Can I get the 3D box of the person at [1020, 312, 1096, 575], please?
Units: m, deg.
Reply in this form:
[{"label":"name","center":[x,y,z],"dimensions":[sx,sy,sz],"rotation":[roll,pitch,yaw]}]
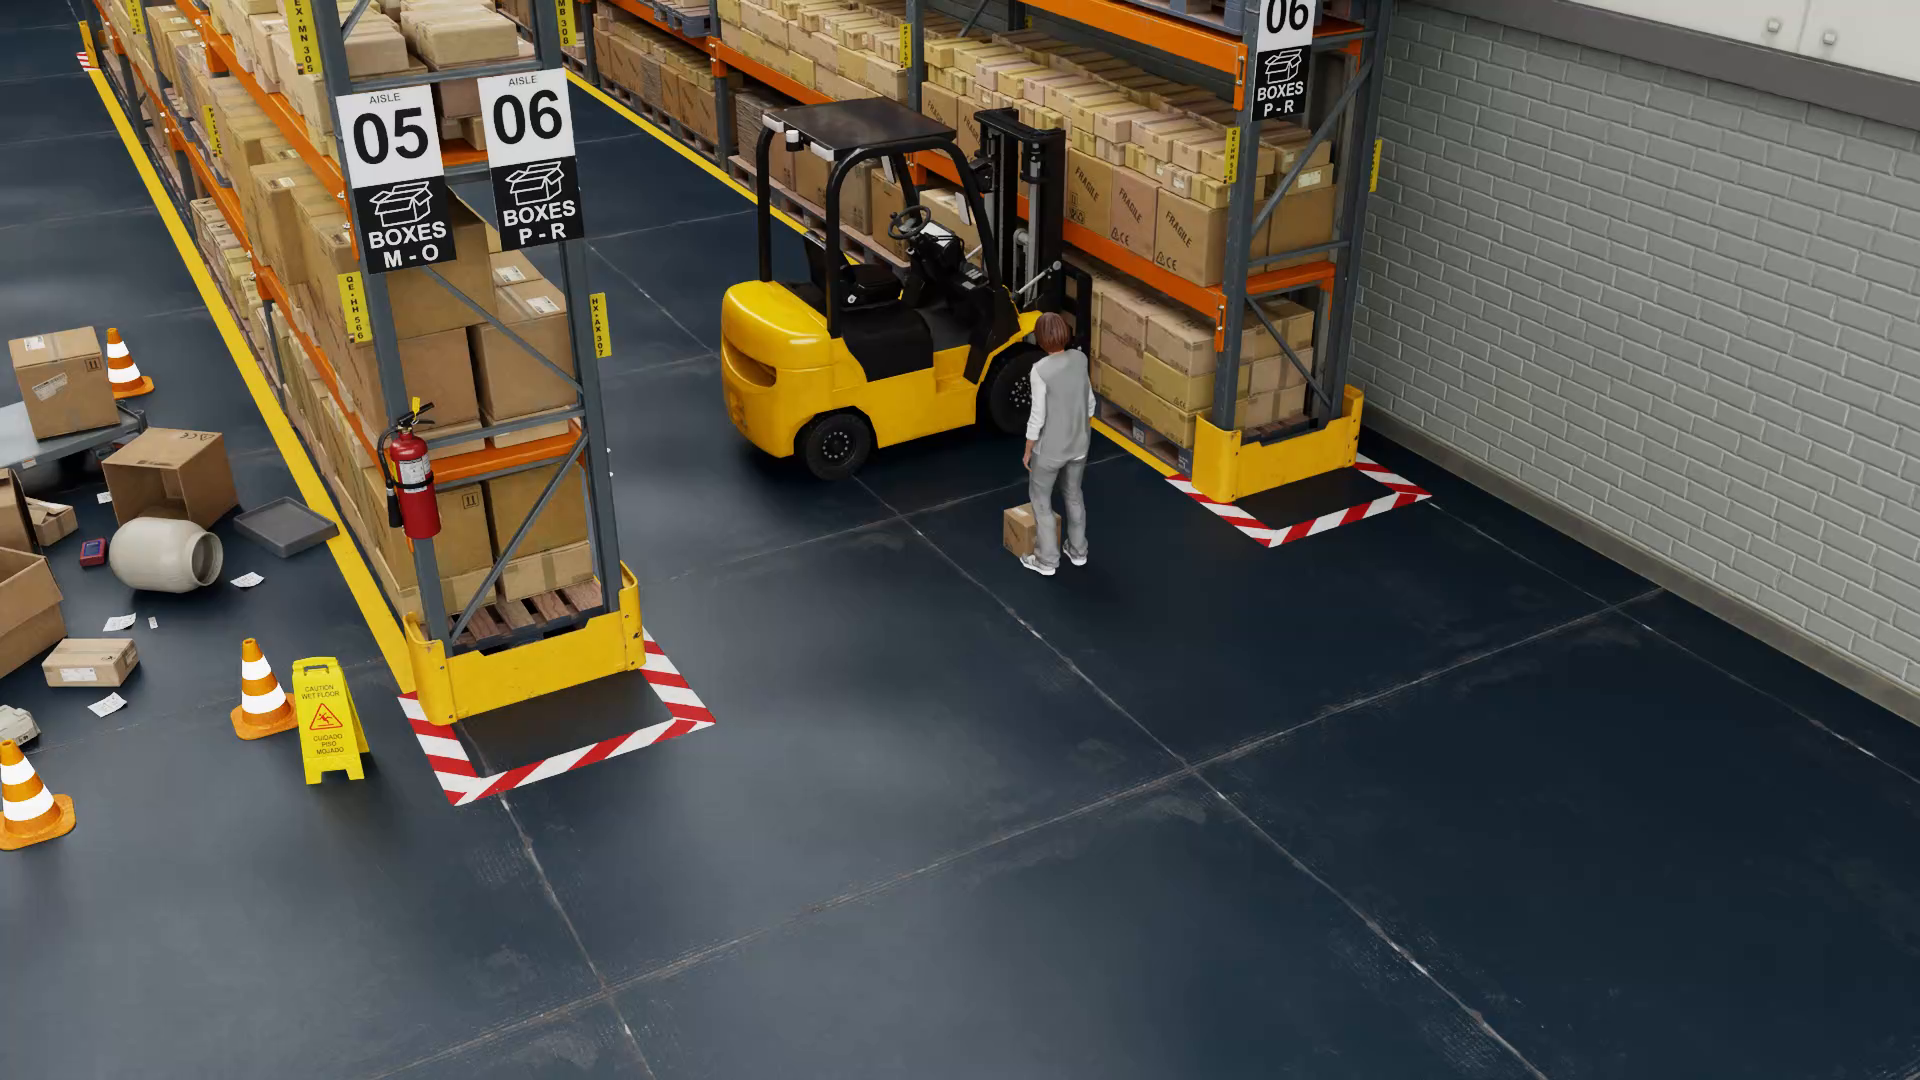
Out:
[{"label":"person","center":[0.562,-0.537,9.514],"dimensions":[0.475,1.592,0.347],"rotation":[-18,34,-29]}]
